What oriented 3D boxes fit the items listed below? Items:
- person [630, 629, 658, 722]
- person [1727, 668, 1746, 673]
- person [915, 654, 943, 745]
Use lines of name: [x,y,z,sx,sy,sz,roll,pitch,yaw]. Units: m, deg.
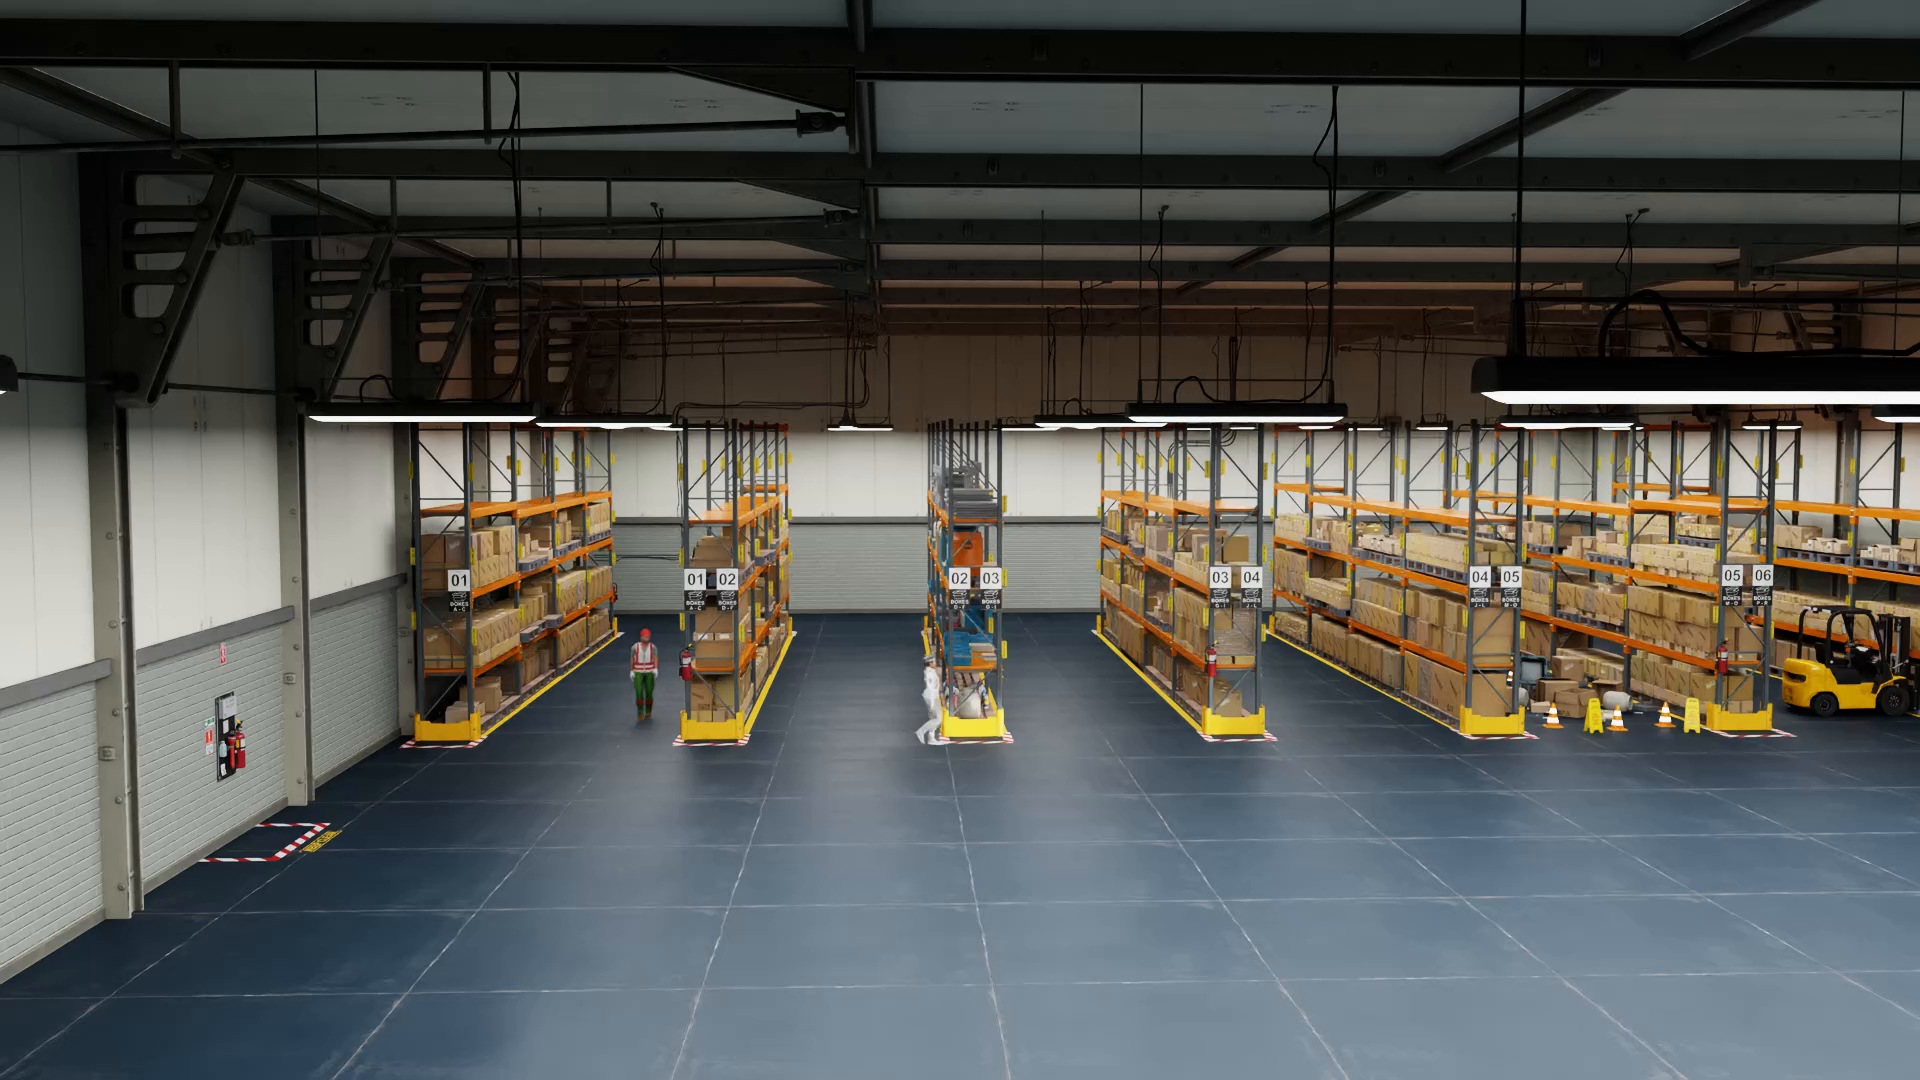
person: [-6.316,2.704,33.335,0.563,1.805,0.668,-1,4,-16]
person: [17.437,2.489,37.309,0.538,1.821,0.599,-1,4,-9]
person: [-0.571,2.920,30.392,0.523,1.677,0.499,-1,4,-9]
